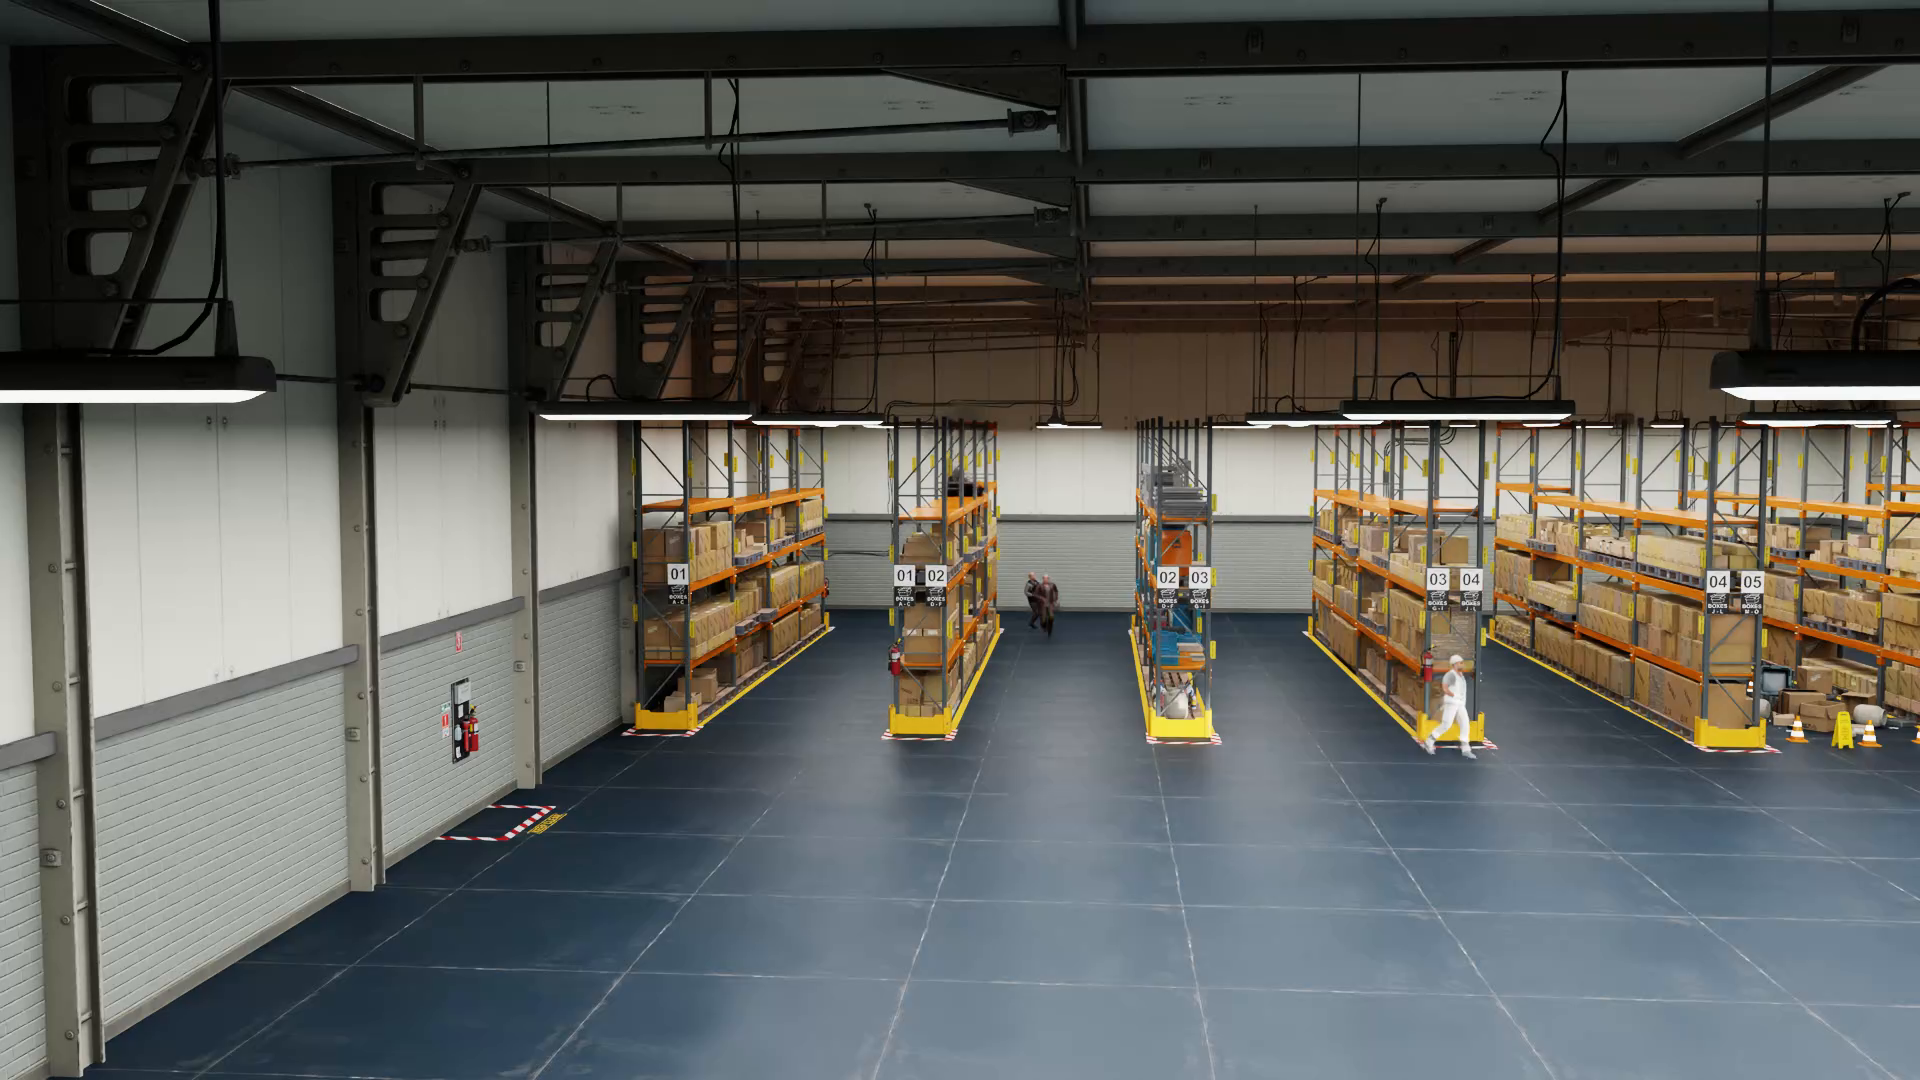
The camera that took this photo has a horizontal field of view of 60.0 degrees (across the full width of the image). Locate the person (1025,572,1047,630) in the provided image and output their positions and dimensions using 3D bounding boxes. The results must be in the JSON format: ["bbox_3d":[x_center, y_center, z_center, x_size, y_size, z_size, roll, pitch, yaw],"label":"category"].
[{"bbox_3d":[2.140,1.759,47.639,0.677,1.685,0.781,-4,5,-44],"label":"person"}]

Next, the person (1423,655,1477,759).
[{"bbox_3d":[8.726,2.907,29.245,0.714,1.760,0.969,-4,5,-45],"label":"person"}]

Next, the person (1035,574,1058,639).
[{"bbox_3d":[2.343,1.842,44.985,0.673,1.661,0.836,0,4,-4],"label":"person"}]
